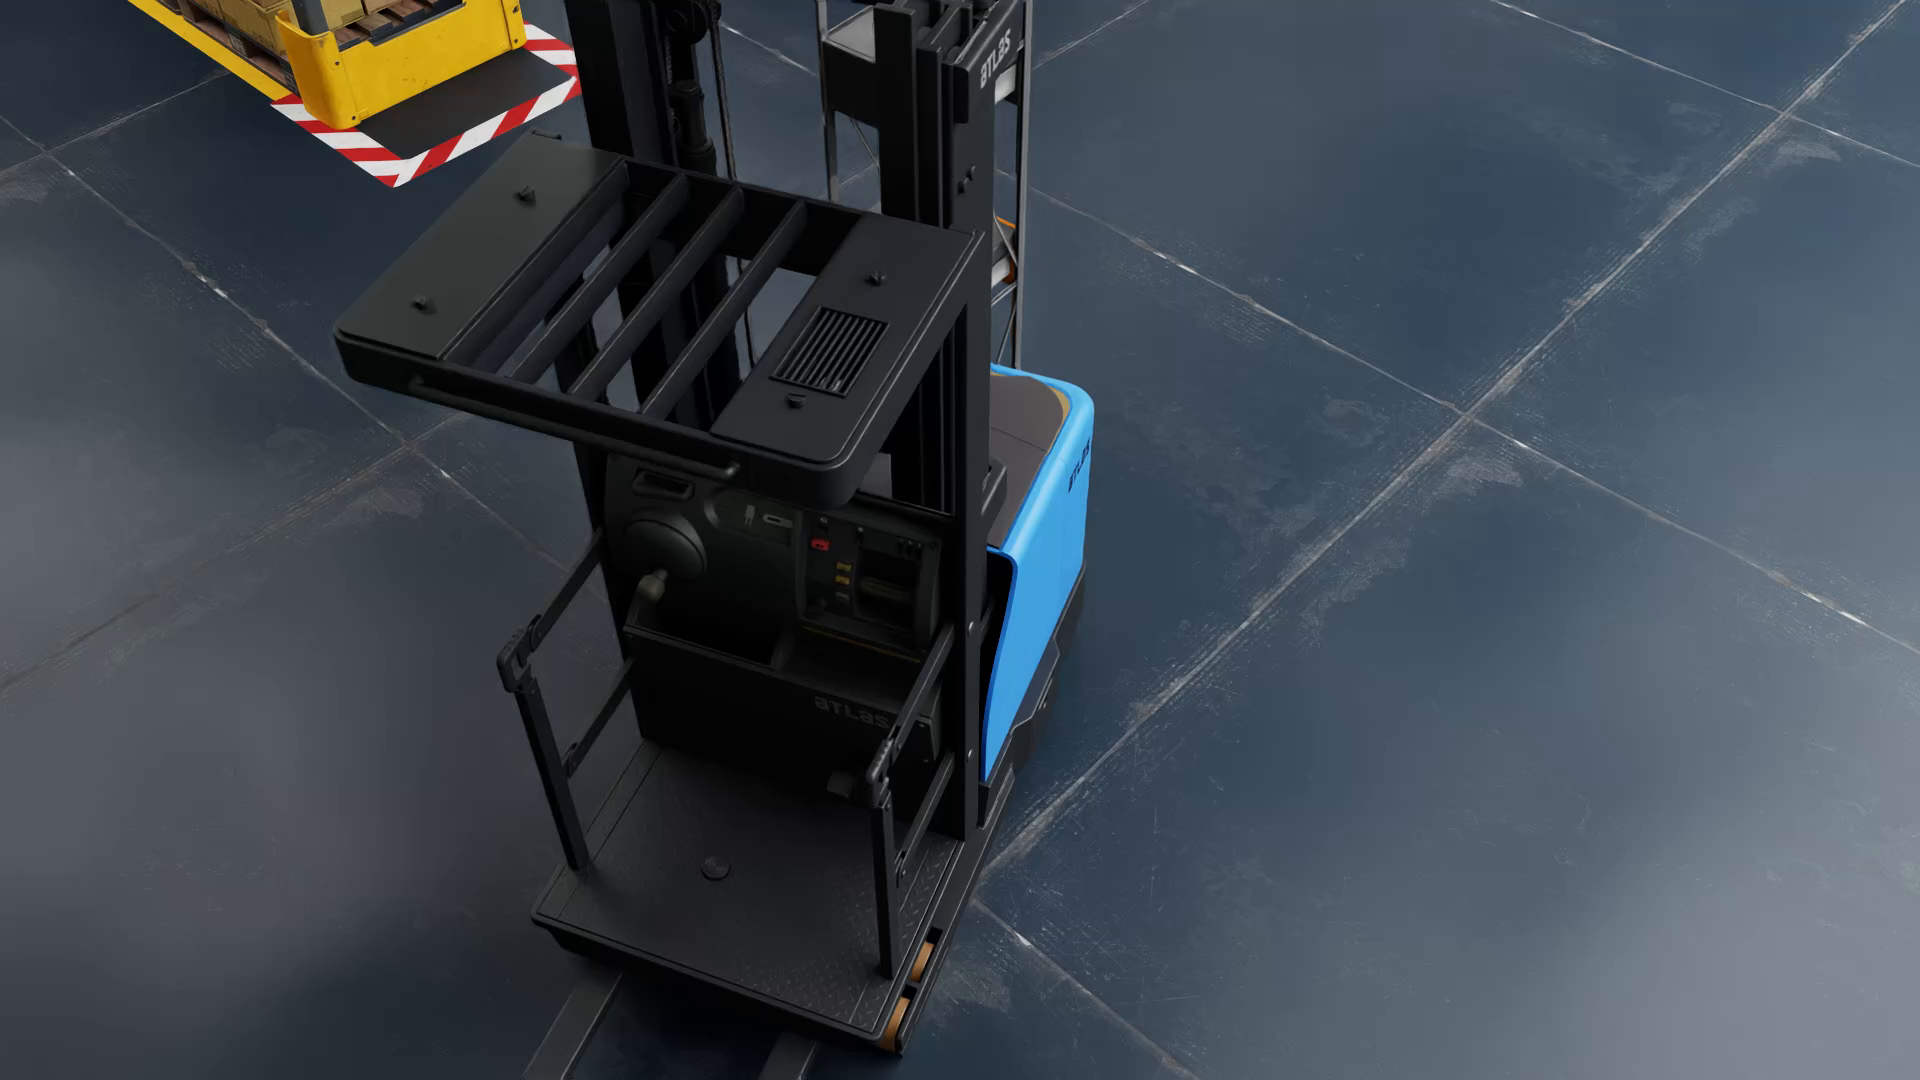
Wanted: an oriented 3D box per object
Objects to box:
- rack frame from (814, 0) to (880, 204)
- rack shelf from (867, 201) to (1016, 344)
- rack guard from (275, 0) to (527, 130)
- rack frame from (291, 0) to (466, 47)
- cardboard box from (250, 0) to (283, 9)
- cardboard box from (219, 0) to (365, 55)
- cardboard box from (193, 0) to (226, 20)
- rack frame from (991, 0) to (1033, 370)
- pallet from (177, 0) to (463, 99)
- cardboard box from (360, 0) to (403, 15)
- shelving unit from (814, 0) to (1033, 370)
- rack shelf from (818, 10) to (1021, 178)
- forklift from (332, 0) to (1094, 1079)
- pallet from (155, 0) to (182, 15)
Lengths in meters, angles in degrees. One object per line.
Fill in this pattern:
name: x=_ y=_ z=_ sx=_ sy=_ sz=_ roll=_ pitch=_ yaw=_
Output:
rack frame: x=-0.298 y=-0.988 z=5.737 sx=0.015 sy=2.100 sz=0.400 roll=30 pitch=54 yaw=25
rack shelf: x=-0.106 y=-0.869 z=5.644 sx=0.480 sy=0.518 sz=0.431 roll=30 pitch=54 yaw=25
rack guard: x=-2.762 y=-2.554 z=8.305 sx=0.348 sy=0.500 sz=1.175 roll=34 pitch=55 yaw=28
rack frame: x=-2.779 y=-3.422 z=7.405 sx=0.127 sy=3.000 sz=1.000 roll=34 pitch=55 yaw=28
cardboard box: x=-3.375 y=-2.987 z=8.080 sx=0.500 sy=0.500 sz=0.500 roll=34 pitch=55 yaw=28
cardboard box: x=-3.374 y=-2.731 z=8.355 sx=0.500 sy=0.250 sz=0.500 roll=34 pitch=55 yaw=28
cardboard box: x=-3.750 y=-2.972 z=8.581 sx=0.500 sy=0.250 sz=0.500 roll=34 pitch=55 yaw=28
rack frame: x=0.085 y=-0.768 z=5.531 sx=0.015 sy=2.100 sz=0.400 roll=30 pitch=54 yaw=25
pallet: x=-3.370 y=-2.823 z=8.756 sx=1.213 sy=0.211 sz=1.003 roll=34 pitch=55 yaw=28
cardboard box: x=-3.023 y=-3.009 z=8.615 sx=0.500 sy=0.250 sz=0.500 roll=34 pitch=55 yaw=28
shelving unit: x=-0.106 y=-0.878 z=5.634 sx=0.503 sy=2.100 sz=0.431 roll=30 pitch=54 yaw=25
rack shelf: x=-0.106 y=-1.348 z=5.134 sx=0.480 sy=0.518 sz=0.431 roll=30 pitch=54 yaw=25
forklift: x=-0.561 y=0.132 z=4.115 sx=1.130 sy=2.935 sz=3.031 roll=16 pitch=49 yaw=14
pallet: x=-4.262 y=-3.426 z=9.322 sx=1.213 sy=0.211 sz=1.003 roll=34 pitch=55 yaw=28
